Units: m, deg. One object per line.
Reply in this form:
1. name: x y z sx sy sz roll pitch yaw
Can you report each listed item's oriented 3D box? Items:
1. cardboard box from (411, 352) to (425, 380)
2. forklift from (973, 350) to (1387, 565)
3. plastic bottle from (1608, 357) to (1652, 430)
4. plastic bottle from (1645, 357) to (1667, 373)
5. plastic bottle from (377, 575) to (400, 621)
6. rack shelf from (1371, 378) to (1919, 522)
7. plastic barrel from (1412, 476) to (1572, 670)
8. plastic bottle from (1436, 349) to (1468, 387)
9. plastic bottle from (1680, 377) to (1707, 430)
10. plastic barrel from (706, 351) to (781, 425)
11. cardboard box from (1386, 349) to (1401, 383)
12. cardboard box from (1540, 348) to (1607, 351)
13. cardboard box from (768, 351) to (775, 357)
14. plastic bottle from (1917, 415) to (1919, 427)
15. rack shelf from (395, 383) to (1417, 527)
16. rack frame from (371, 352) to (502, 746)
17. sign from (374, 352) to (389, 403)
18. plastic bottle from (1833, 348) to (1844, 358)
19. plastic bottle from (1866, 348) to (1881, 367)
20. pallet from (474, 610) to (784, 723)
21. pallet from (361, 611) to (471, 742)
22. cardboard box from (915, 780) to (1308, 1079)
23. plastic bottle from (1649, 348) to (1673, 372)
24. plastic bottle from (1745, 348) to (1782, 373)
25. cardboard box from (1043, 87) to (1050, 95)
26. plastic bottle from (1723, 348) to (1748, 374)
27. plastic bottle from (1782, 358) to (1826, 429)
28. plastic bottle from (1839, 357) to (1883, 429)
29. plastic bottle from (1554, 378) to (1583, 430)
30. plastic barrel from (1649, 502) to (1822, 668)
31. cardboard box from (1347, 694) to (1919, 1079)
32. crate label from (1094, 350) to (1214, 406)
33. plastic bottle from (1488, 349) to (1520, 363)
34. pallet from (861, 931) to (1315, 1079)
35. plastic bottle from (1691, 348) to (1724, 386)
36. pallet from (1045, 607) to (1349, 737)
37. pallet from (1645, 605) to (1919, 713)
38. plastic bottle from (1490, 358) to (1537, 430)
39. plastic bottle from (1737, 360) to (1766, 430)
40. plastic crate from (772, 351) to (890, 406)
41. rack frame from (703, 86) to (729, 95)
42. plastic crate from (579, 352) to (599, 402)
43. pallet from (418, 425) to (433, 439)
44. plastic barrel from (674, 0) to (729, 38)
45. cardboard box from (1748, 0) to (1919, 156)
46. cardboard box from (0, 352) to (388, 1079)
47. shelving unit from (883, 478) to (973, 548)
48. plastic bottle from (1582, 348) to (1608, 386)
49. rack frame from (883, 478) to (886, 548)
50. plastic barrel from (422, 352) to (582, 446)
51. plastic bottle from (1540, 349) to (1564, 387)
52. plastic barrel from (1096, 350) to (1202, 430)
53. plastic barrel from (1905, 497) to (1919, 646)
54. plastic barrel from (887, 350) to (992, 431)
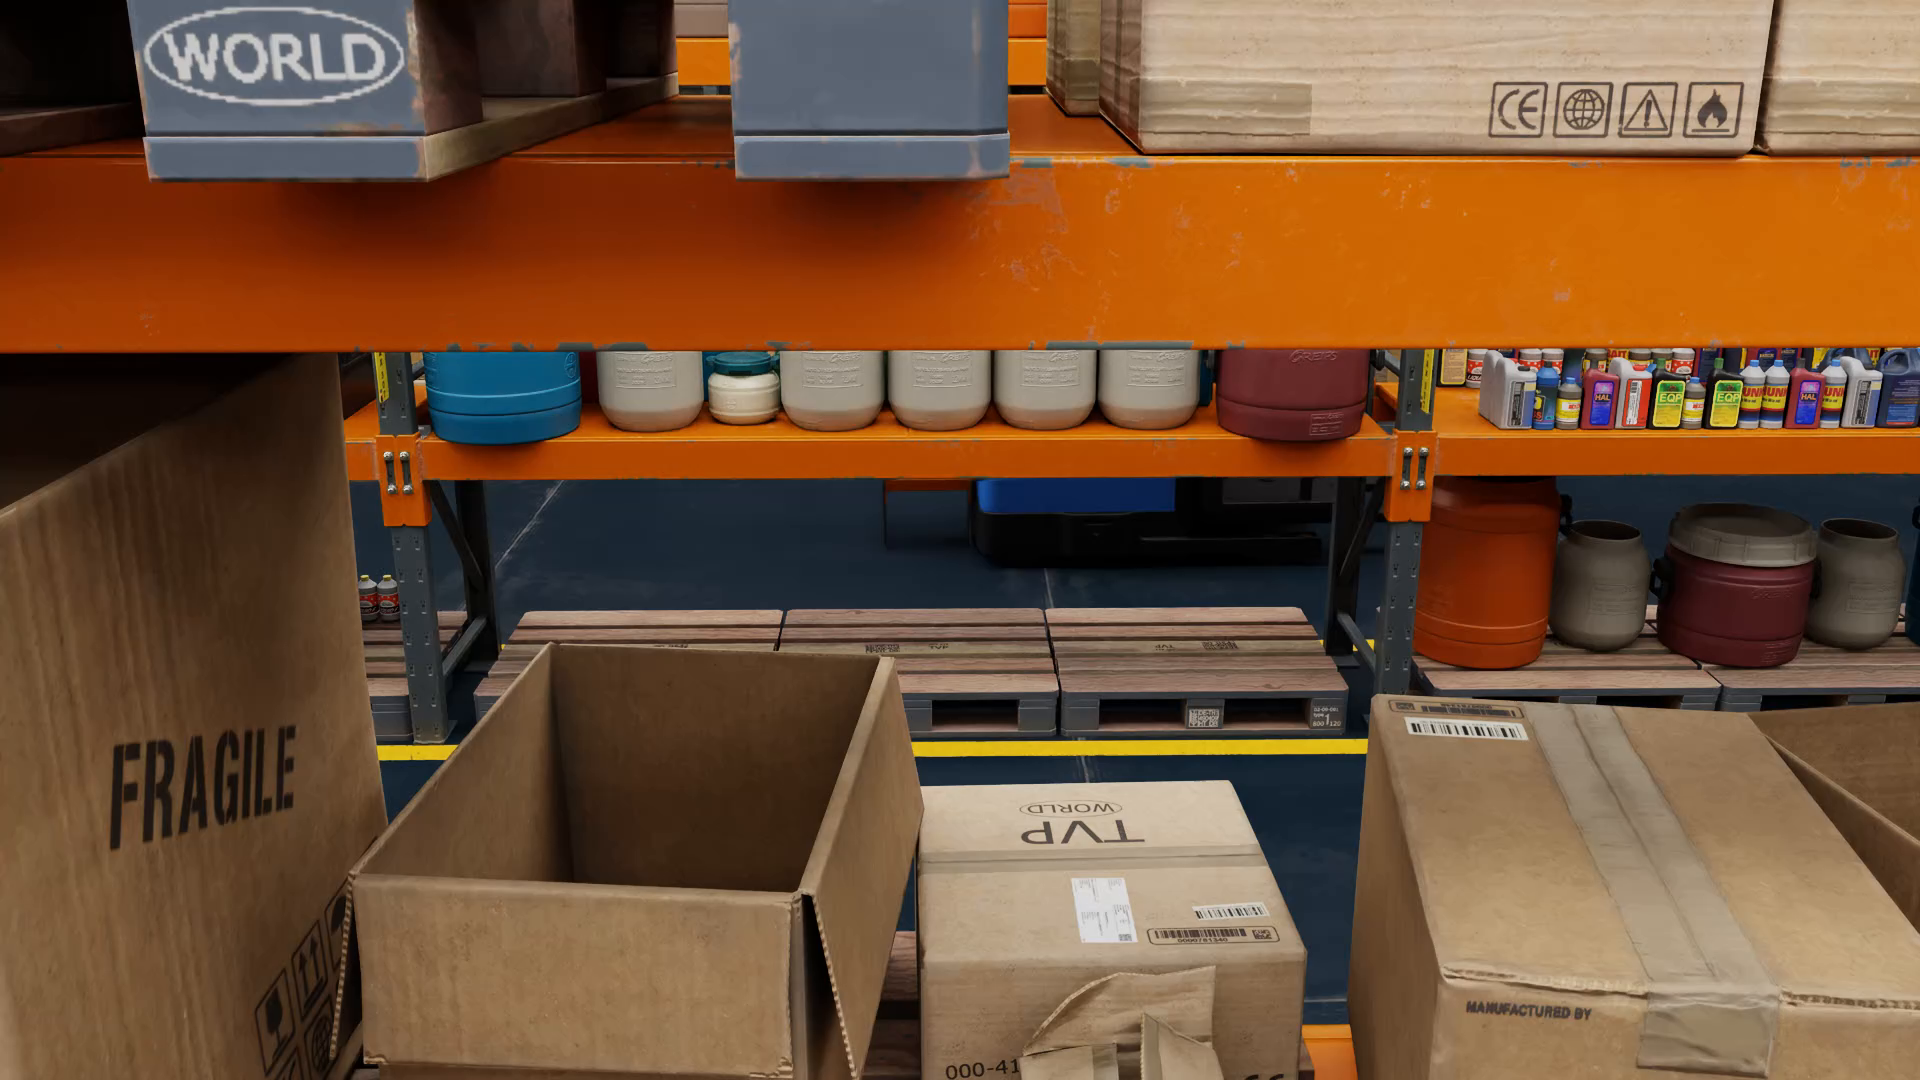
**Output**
1. cardboard box: -3.744 -1.418 11.644 0.500 0.500 0.500 0 18 -1
2. forklift: 1.591 -1.420 9.176 3.031 2.935 1.130 -1 18 -3
3. plastic bottle: 2.691 -0.595 6.694 0.135 0.276 0.152 0 18 -1
4. plastic bottle: 2.806 -0.603 6.728 0.097 0.271 0.097 0 18 0
5. plastic bottle: -2.636 0.262 7.681 0.097 0.201 0.097 0 18 0
6. rack shelf: 3.790 -0.415 7.109 4.000 0.370 1.077 0 18 -1
7. plastic barrel: 2.279 0.078 7.260 0.708 0.830 0.600 0 18 -1
8. plastic bottle: 2.188 -0.825 7.400 0.133 0.283 0.061 0 18 -1
9. plastic bottle: 2.940 -0.552 6.683 0.097 0.201 0.097 0 18 0
10. plastic barrel: -0.884 -0.623 6.804 0.301 0.262 0.301 0 18 0
11. cardboard box: 3.200 -1.200 11.751 0.500 0.500 0.500 -1 18 -2
12. cardboard box: 4.230 -1.208 11.773 0.500 0.500 0.500 0 18 0
13. cardboard box: -1.366 -1.326 11.667 0.500 0.311 0.500 0 18 -2
14. plastic bottle: 3.934 -0.590 6.668 0.133 0.283 0.061 0 18 -1
15. rack shelf: -0.210 -0.396 7.049 4.000 0.370 1.077 0 18 -1
16. rack frame: -2.209 -0.729 6.909 0.127 3.000 1.000 0 18 -1
17. sign: -2.212 -0.693 6.343 0.005 0.325 0.100 0 18 -1
18. plastic bottle: 3.854 -0.778 7.272 0.097 0.271 0.097 0 18 0
19. plastic bottle: 4.047 -0.823 7.412 0.097 0.271 0.097 0 18 0
20. pallet: -1.425 0.583 7.384 1.213 0.211 1.003 0 18 -1
21. pallet: -2.882 0.589 7.365 1.213 0.211 1.003 0 18 -1
22. cardboard box: 0.189 0.574 2.406 0.500 0.250 0.500 -1 18 -2
23. plastic bottle: 3.118 -0.785 7.409 0.097 0.201 0.097 0 18 0
24. plastic bottle: 3.518 -0.787 7.282 0.133 0.283 0.061 0 18 -1
25. cardboard box: 0.968 -4.323 16.168 0.250 0.149 0.380 -3 18 -10
26. plastic bottle: 3.490 -0.851 7.369 0.185 0.351 0.144 0 18 -1
27. plastic bottle: 3.384 -0.588 6.660 0.133 0.283 0.061 0 18 -1
28. plastic bottle: 3.615 -0.599 6.708 0.135 0.276 0.152 0 18 -1
29. plastic bottle: 2.442 -0.550 6.676 0.097 0.201 0.097 0 18 0
30. plastic barrel: 3.408 0.187 7.314 0.708 0.588 0.600 0 18 -1
31. cardboard box: 0.772 0.565 2.025 0.500 0.500 0.700 2 18 7
32. crate label: 0.792 -0.843 7.207 0.616 0.435 0.502 0 18 -1
33. plastic bottle: 2.419 -0.826 7.403 0.133 0.283 0.061 0 18 -1
34. pallet: -0.110 0.878 2.214 1.213 0.211 1.003 0 18 -1
35. plastic bottle: 3.331 -0.830 7.417 0.133 0.283 0.061 0 18 -1
36. pallet: 1.015 0.571 7.421 1.213 0.211 1.003 0 18 -1
37. pallet: 3.795 0.558 7.463 1.213 0.211 1.003 0 18 -1
38. plastic bottle: 2.228 -0.593 6.687 0.135 0.276 0.152 0 18 -1
39. plastic bottle: 3.171 -0.587 6.676 0.097 0.271 0.097 0 18 0
40. plastic crate: -0.473 -0.723 7.237 0.662 0.188 0.450 0 18 -1
41. rack frame: -2.366 -3.755 16.342 0.127 3.000 1.000 0 18 -1
42. plastic crate: -1.730 -0.855 7.198 0.583 0.464 0.402 0 18 -1
43. pallet: -4.303 -0.916 12.058 1.213 0.211 1.003 0 18 -1
44. plastic barrel: -1.050 -2.468 6.599 0.600 0.901 0.600 0 18 0
45. cardboard box: 0.901 -0.509 1.558 0.500 0.250 0.500 0 18 -1
46. cardboard box: -1.335 0.337 1.917 1.000 1.000 1.000 0 18 0
47. shelving unit: -0.186 -0.565 9.346 0.503 1.200 0.258 -1 18 -3
48. plastic bottle: 2.826 -0.783 7.404 0.097 0.201 0.097 0 18 0
49. rack frame: -0.429 -0.562 9.334 0.015 1.200 0.240 -1 18 -3
50. plastic barrel: -1.818 -0.877 6.550 0.708 0.901 0.600 0 18 -1
51. plastic bottle: 2.632 -0.782 7.401 0.097 0.201 0.097 0 18 0
52. plastic barrel: 0.765 -0.731 6.734 0.421 0.512 0.421 0 18 0
53. plastic barrel: 4.537 0.032 7.283 0.708 0.901 0.600 0 18 -1
54. plastic barrel: -0.083 -0.737 6.712 0.433 0.535 0.433 0 18 0
